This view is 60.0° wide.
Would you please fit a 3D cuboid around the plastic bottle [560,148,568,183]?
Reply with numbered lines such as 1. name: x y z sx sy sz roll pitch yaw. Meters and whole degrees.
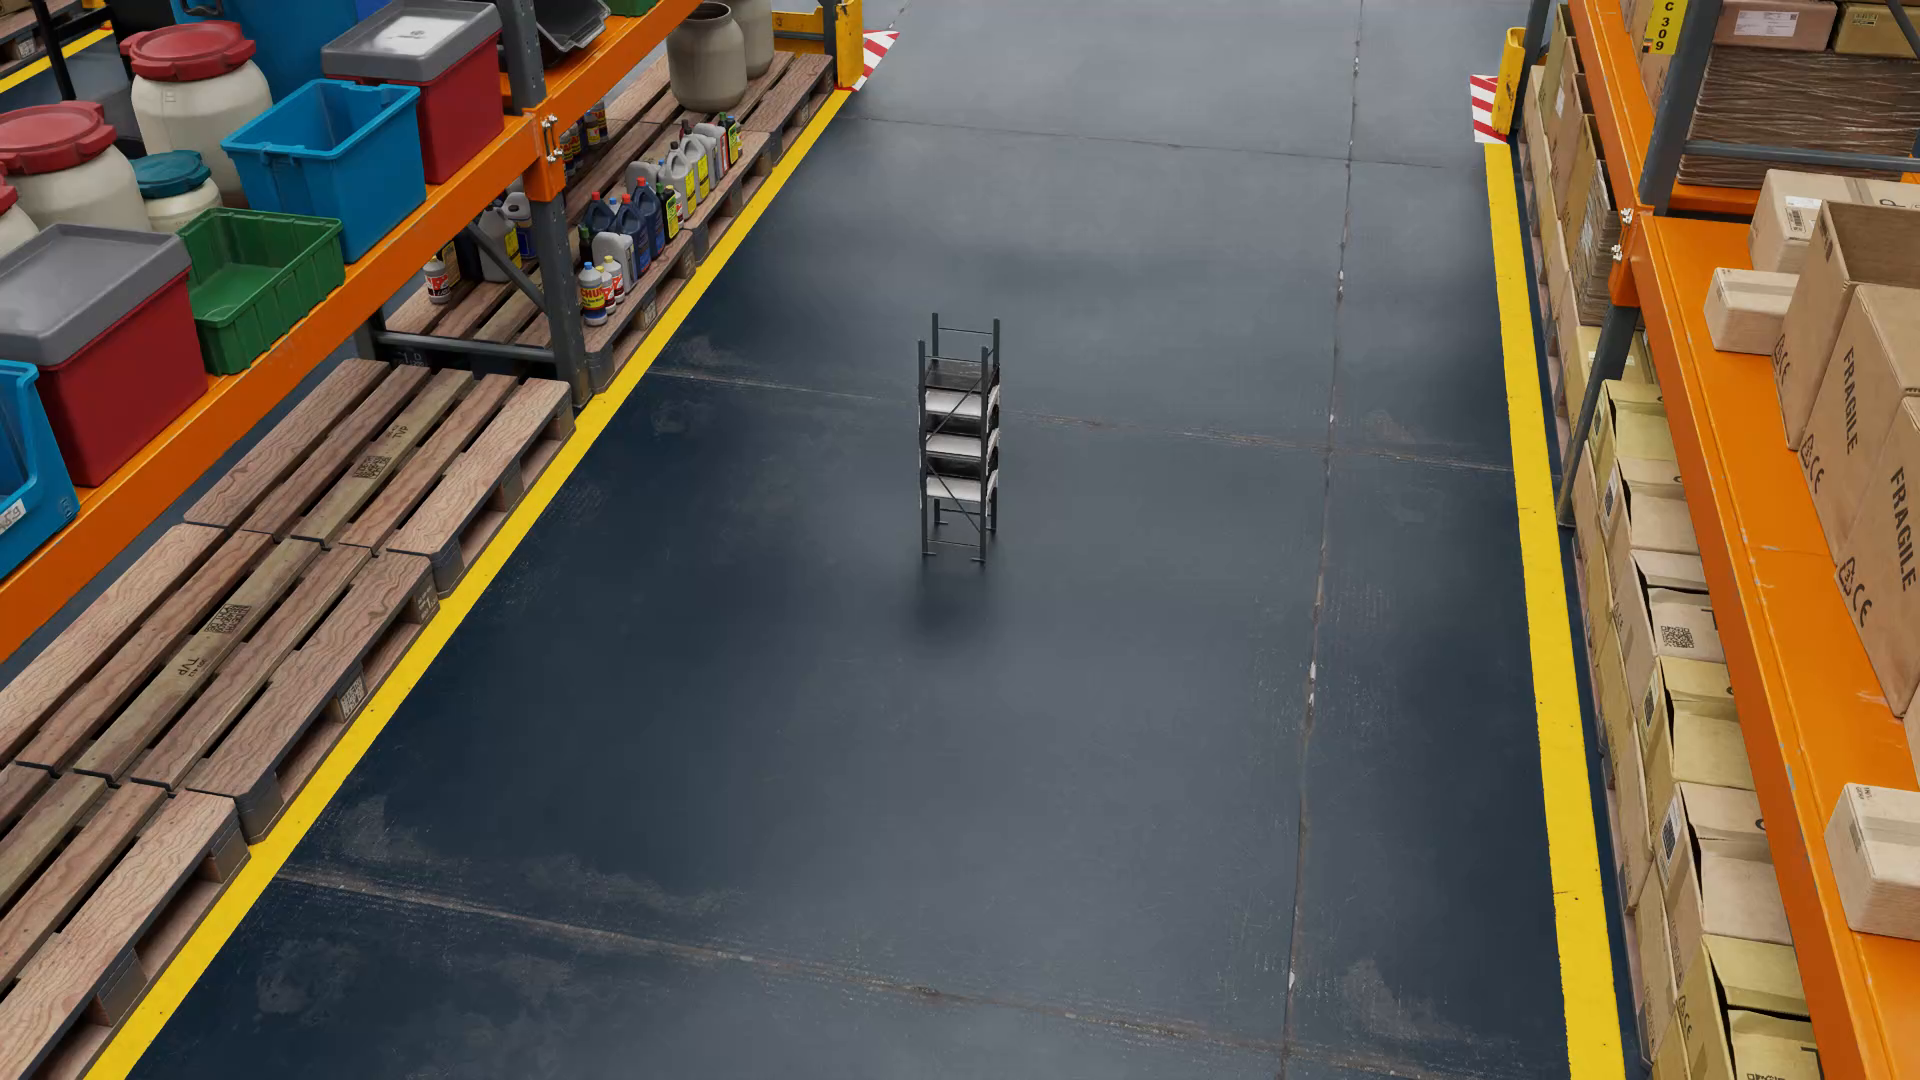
1. plastic bottle: -2.021 -1.885 8.304 0.097 0.201 0.097 0 36 0

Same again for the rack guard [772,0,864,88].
1. rack guard: -1.184 -3.089 10.086 1.175 0.500 0.348 7 37 10

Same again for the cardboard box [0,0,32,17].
1. cardboard box: -6.202 -3.574 10.397 0.500 0.500 0.500 14 38 19

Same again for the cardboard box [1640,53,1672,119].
1. cardboard box: 2.965 -1.833 6.138 0.700 0.500 0.500 7 37 9

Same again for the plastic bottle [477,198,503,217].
1. plastic bottle: -2.171 -1.478 7.616 0.144 0.351 0.185 6 36 8

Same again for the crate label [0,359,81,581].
1. crate label: -2.446 -0.114 3.822 0.502 0.435 0.616 7 37 10

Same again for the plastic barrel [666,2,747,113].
1. plastic barrel: -1.387 -2.639 9.097 0.421 0.512 0.421 0 36 0

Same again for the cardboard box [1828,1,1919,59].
1. cardboard box: 3.017 -1.667 5.357 0.380 0.149 0.250 7 37 10

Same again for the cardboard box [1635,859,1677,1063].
1. cardboard box: 2.007 1.086 4.181 0.500 0.250 0.500 8 37 11

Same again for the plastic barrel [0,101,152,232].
1. plastic barrel: -2.643 -0.971 4.918 0.433 0.535 0.433 0 36 0

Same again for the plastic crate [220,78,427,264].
1. plastic crate: -2.000 -1.180 5.335 0.392 0.384 0.575 7 37 10

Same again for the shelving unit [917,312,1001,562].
1. shelving unit: -0.002 -0.360 5.980 0.258 0.900 0.210 7 37 10

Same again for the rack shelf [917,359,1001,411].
1. rack shelf: -0.002 -0.551 5.841 0.258 0.077 0.200 7 37 10

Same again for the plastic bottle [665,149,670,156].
1. plastic bottle: -1.414 -1.872 8.287 0.097 0.201 0.097 0 36 0

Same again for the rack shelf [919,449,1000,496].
1. rack shelf: -0.002 -0.260 6.052 0.258 0.077 0.200 7 37 10

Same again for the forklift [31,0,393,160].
1. forklift: -4.109 -3.207 8.177 1.130 2.935 3.031 11 37 14

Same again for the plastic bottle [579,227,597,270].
1. plastic bottle: -1.634 -1.265 7.380 0.061 0.283 0.133 7 37 10

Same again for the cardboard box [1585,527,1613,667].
1. cardboard box: 2.332 0.202 5.401 0.500 0.250 0.500 8 37 11

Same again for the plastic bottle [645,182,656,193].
1. plastic bottle: -1.455 -1.539 7.767 0.097 0.271 0.097 0 36 0

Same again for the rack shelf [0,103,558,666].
1. rack shelf: -2.495 -0.420 4.886 1.077 0.370 4.000 7 37 10

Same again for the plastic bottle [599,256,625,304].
1. plastic bottle: -1.528 -1.147 7.286 0.097 0.201 0.097 0 36 0

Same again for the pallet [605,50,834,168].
1. pallet: -1.363 -2.507 9.529 1.003 0.211 1.213 7 37 10

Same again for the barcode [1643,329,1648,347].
1. barcode: 2.309 -0.695 5.590 0.001 0.075 0.075 7 37 10

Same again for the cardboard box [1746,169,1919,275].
1. cardboard box: 2.708 -0.886 5.044 0.500 0.250 0.500 10 37 13

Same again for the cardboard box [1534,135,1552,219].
1. cardboard box: 3.082 -1.731 8.068 0.500 0.250 0.500 7 37 10

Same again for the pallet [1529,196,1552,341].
1. pallet: 3.239 -1.258 7.805 1.003 0.211 1.213 7 37 10

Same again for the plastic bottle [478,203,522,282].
1. plastic bottle: -2.071 -1.350 7.439 0.144 0.351 0.185 7 37 10

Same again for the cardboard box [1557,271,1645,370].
1. cardboard box: 2.772 -0.870 6.879 0.500 0.250 0.500 7 37 10

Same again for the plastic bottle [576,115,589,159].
1. plastic bottle: -1.971 -2.101 8.533 0.061 0.283 0.133 8 37 11

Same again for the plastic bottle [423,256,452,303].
1. plastic bottle: -2.295 -1.150 7.290 0.097 0.201 0.097 0 36 0

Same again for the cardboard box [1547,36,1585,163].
1. cardboard box: 3.094 -2.033 7.846 0.500 0.500 0.500 7 37 10

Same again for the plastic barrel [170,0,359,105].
1. plastic barrel: -2.446 -1.877 5.857 0.600 0.901 0.708 7 37 10

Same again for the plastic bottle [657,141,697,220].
1. plastic bottle: -1.359 -1.726 7.957 0.144 0.351 0.185 7 37 10

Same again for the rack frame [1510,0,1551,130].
1. rack frame: 3.625 -3.528 8.561 1.000 3.000 0.127 7 37 10

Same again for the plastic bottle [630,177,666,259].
1. plastic bottle: -1.450 -1.482 7.621 0.144 0.351 0.185 6 36 8

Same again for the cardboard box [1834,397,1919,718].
1. cardboard box: 2.258 0.054 3.534 0.500 0.500 0.500 5 36 7

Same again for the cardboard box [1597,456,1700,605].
1. cardboard box: 2.327 -0.026 5.237 0.500 0.311 0.500 7 37 9

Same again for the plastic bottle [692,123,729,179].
1. plastic bottle: -1.258 -1.977 8.368 0.152 0.276 0.135 8 37 10

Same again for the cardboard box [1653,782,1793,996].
1. cardboard box: 2.002 0.856 4.020 0.500 0.311 0.500 7 37 10

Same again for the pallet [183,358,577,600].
1. pallet: -2.198 -0.273 6.447 1.003 0.211 1.213 7 37 10

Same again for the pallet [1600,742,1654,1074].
1. pallet: 2.393 1.023 4.658 1.003 0.211 1.213 7 37 10

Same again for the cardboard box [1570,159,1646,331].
1. cardboard box: 2.774 -1.173 6.659 0.500 0.500 0.500 7 37 10

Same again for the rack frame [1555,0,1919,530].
1. rack frame: 2.770 -1.234 5.397 1.000 3.000 0.127 7 37 10
